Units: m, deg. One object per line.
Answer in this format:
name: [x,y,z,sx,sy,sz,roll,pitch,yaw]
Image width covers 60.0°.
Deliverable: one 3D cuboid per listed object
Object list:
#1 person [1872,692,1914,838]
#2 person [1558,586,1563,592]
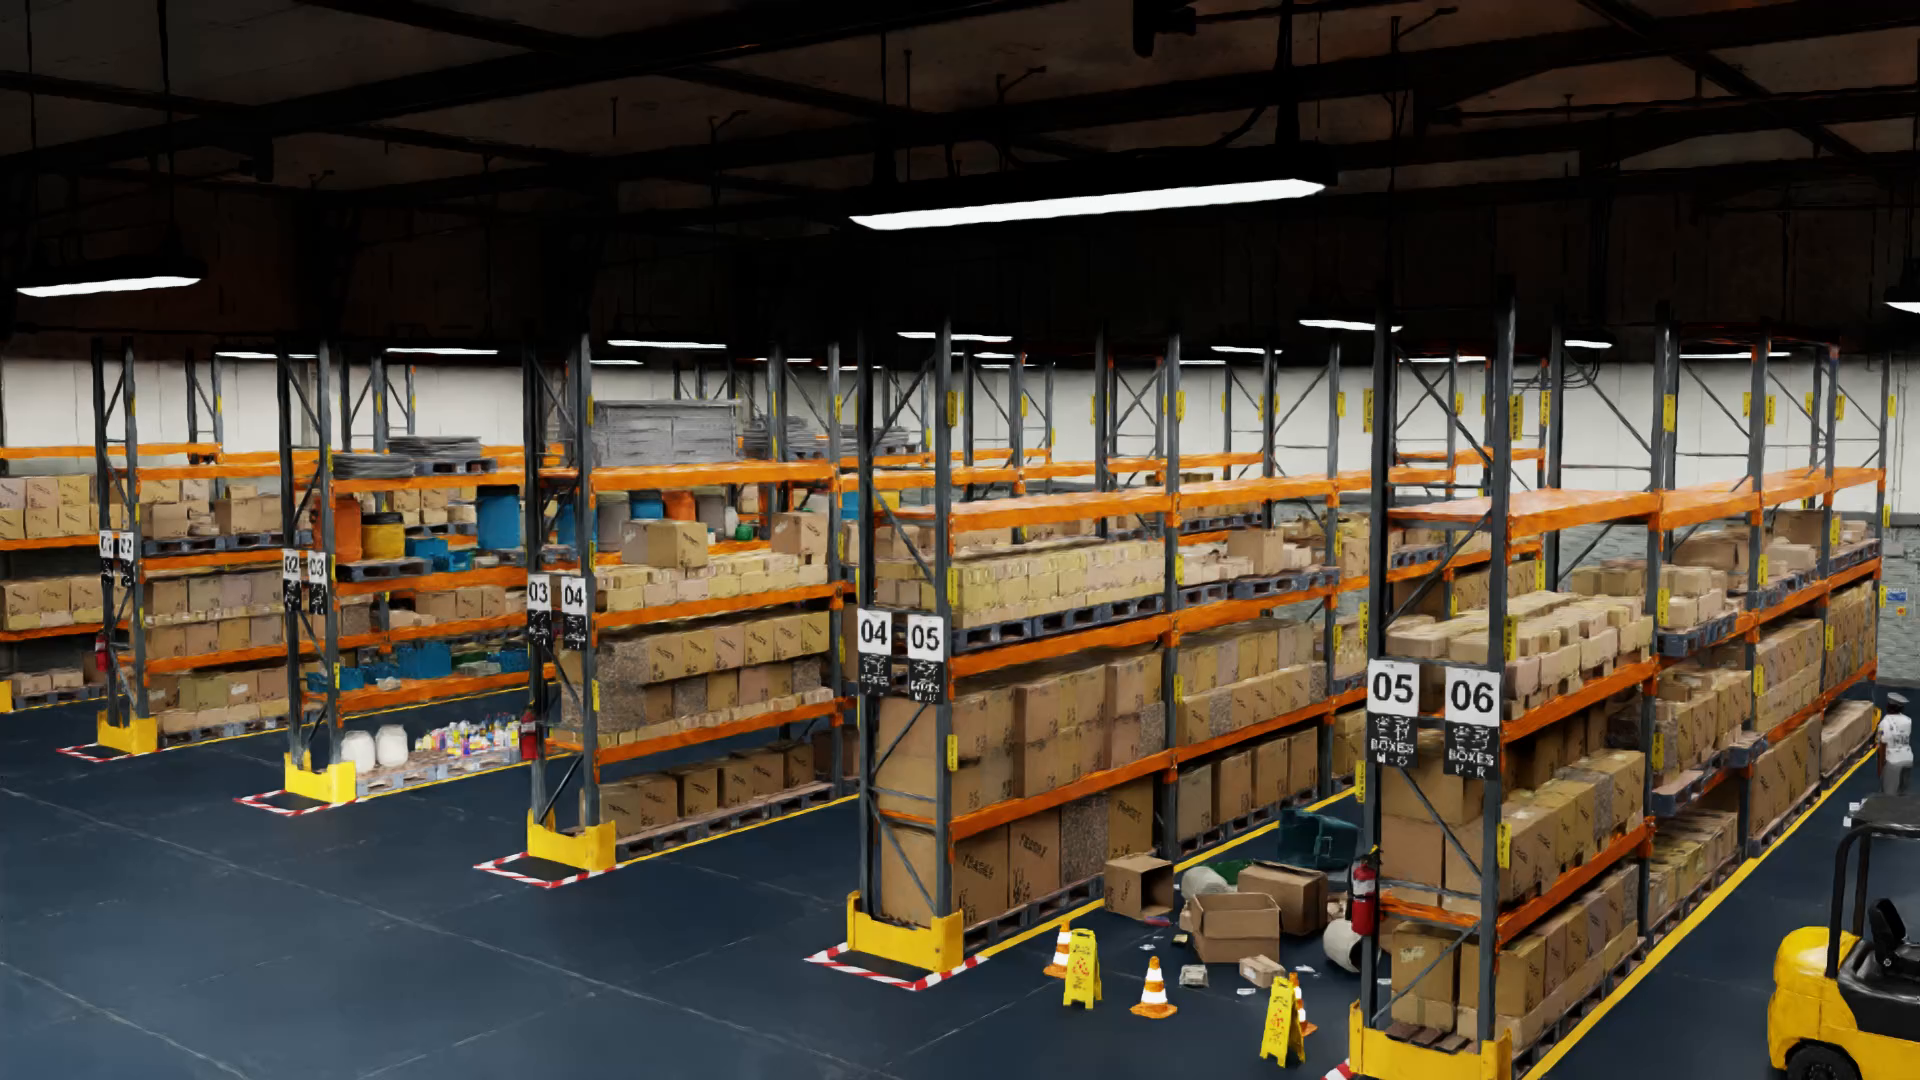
person: [10.893,2.627,19.480,0.497,1.675,0.468,-2,5,-21]
person: [10.628,1.702,29.511,0.442,1.773,0.687,0,5,5]
